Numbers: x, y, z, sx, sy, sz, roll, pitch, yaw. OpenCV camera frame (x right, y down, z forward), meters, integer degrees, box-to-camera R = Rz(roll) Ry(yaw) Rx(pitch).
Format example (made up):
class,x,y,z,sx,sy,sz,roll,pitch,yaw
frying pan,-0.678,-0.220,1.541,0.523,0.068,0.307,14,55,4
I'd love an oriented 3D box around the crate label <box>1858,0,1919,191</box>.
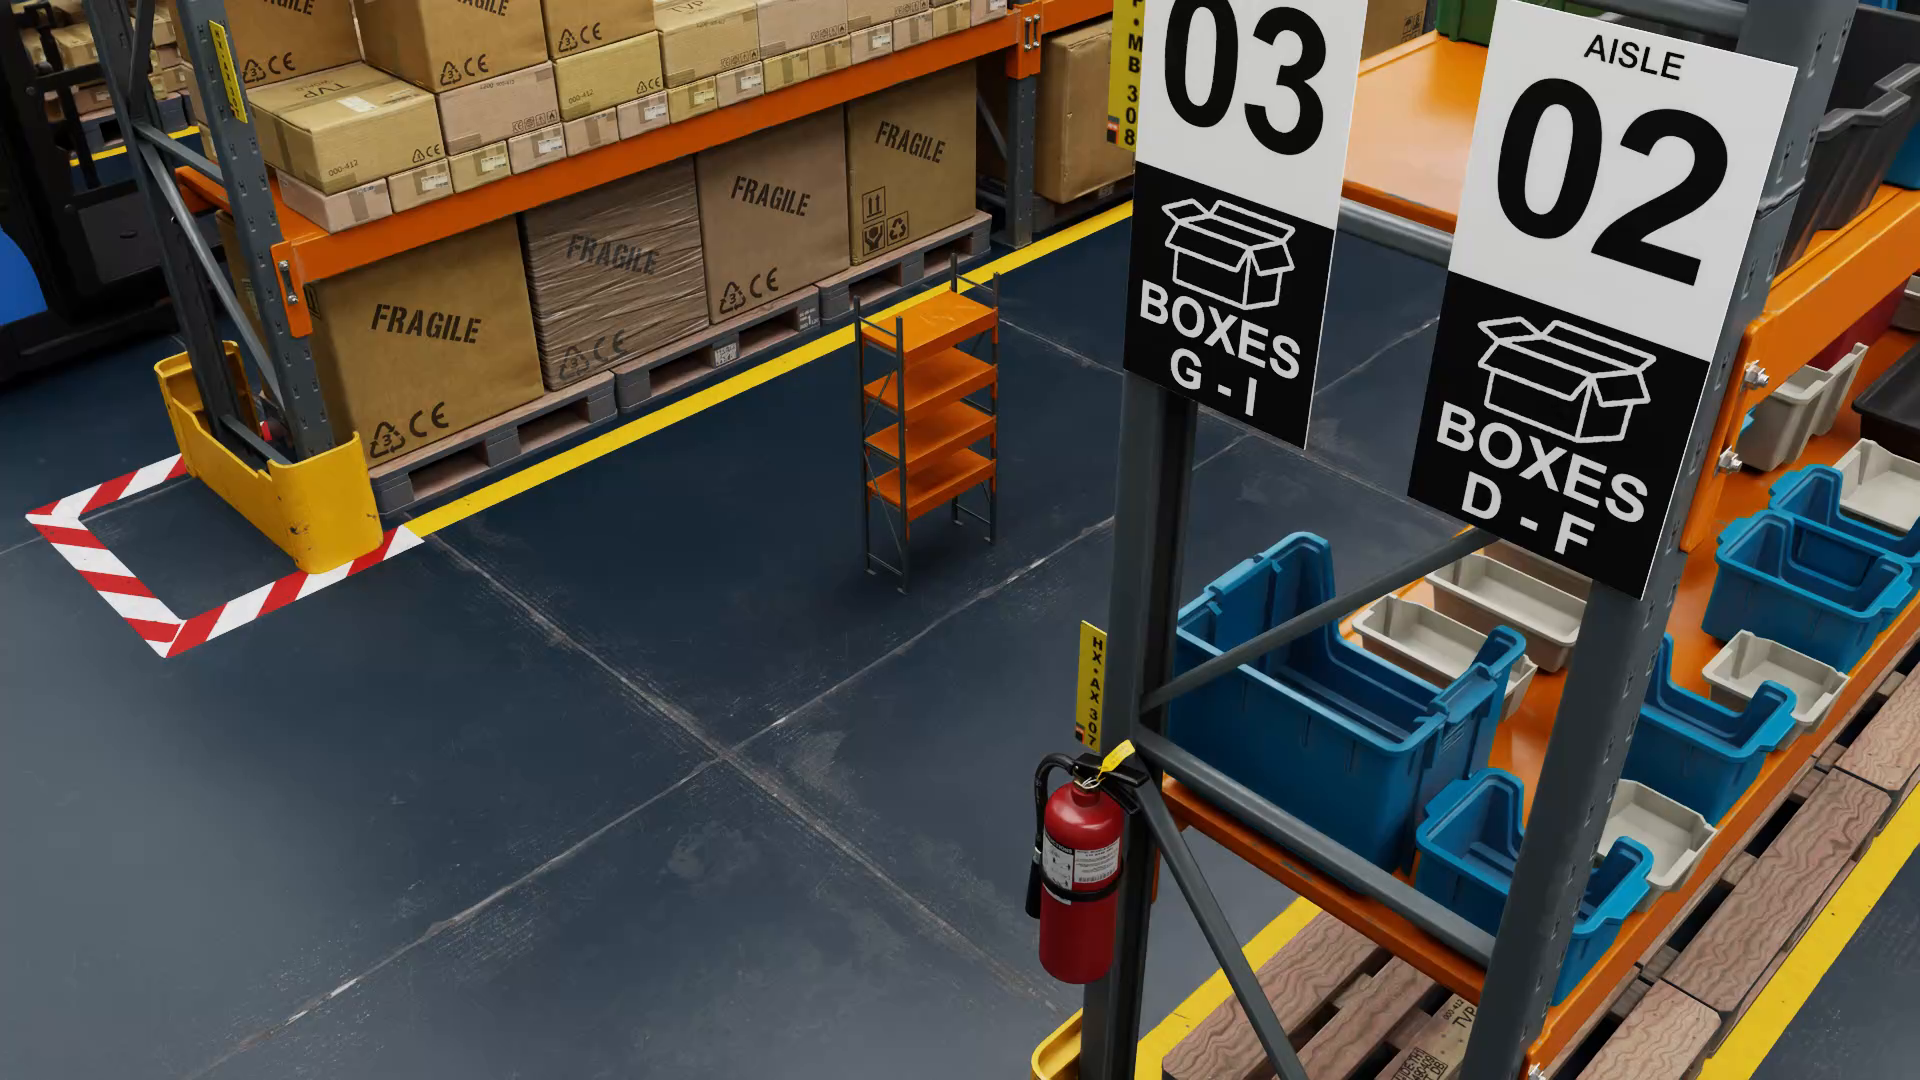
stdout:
class,x,y,z,sx,sy,sz,roll,pitch,yaw
crate label,1.570,-0.811,2.798,0.408,0.251,0.502,30,45,35

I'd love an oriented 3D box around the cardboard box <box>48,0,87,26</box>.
class,x,y,z,sx,sy,sz,roll,pitch,yaw
cardboard box,-5.542,-3.312,10.482,0.380,0.149,0.250,28,43,34

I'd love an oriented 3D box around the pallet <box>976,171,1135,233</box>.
class,x,y,z,sx,sy,sz,roll,pitch,yaw
pallet,0.485,-2.217,9.744,1.003,0.211,1.213,30,45,35

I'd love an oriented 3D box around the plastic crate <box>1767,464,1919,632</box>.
class,x,y,z,sx,sy,sz,roll,pitch,yaw
plastic crate,2.238,0.023,4.189,0.416,0.233,0.300,30,45,35

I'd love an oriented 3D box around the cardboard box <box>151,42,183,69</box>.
class,x,y,z,sx,sy,sz,roll,pitch,yaw
cardboard box,-5.001,-3.097,10.434,0.380,0.149,0.250,27,43,33

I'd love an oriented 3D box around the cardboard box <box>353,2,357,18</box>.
class,x,y,z,sx,sy,sz,roll,pitch,yaw
cardboard box,-4.055,-3.633,11.202,0.250,0.149,0.380,-29,44,-35

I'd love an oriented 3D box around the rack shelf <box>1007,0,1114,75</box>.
class,x,y,z,sx,sy,sz,roll,pitch,yaw
rack shelf,1.403,-3.534,9.824,1.077,0.370,4.000,30,45,35

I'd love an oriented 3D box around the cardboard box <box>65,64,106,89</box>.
class,x,y,z,sx,sy,sz,roll,pitch,yaw
cardboard box,-5.379,-2.891,10.138,0.250,0.149,0.380,-29,44,-35

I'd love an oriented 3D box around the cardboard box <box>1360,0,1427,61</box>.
class,x,y,z,sx,sy,sz,roll,pitch,yaw
cardboard box,2.312,-3.670,10.880,1.225,0.875,0.875,27,43,33

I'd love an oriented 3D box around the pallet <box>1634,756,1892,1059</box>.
class,x,y,z,sx,sy,sz,roll,pitch,yaw
pallet,2.159,0.935,5.225,1.003,0.211,1.213,30,45,35

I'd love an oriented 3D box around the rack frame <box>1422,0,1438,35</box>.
class,x,y,z,sx,sy,sz,roll,pitch,yaw
rack frame,2.813,-4.641,10.782,1.000,3.000,0.127,30,45,35

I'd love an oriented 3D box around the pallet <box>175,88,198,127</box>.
class,x,y,z,sx,sy,sz,roll,pitch,yaw
pallet,-4.762,-3.129,11.052,1.003,0.211,1.213,30,45,35

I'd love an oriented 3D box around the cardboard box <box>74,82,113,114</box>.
class,x,y,z,sx,sy,sz,roll,pitch,yaw
cardboard box,-5.380,-2.763,10.214,0.250,0.149,0.380,-29,44,-35

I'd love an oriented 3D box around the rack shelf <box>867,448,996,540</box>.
class,x,y,z,sx,sy,sz,roll,pitch,yaw
rack shelf,-0.117,-0.207,6.462,0.258,0.148,0.480,30,45,35

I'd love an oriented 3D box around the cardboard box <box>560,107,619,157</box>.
class,x,y,z,sx,sy,sz,roll,pitch,yaw
cardboard box,-1.617,-1.719,6.813,0.380,0.149,0.250,29,44,34

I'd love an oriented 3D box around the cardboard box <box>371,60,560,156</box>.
class,x,y,z,sx,sy,sz,roll,pitch,yaw
cardboard box,-1.933,-1.754,6.513,0.500,0.250,0.500,29,44,35

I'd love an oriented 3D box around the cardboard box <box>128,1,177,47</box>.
class,x,y,z,sx,sy,sz,roll,pitch,yaw
cardboard box,-4.967,-3.210,10.336,0.250,0.149,0.380,-28,44,-34

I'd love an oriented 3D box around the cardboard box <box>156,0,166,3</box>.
class,x,y,z,sx,sy,sz,roll,pitch,yaw
cardboard box,-5.128,-3.506,10.760,0.380,0.149,0.250,28,44,34

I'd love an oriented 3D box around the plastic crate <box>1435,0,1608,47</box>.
class,x,y,z,sx,sy,sz,roll,pitch,yaw
plastic crate,1.183,-1.056,3.205,0.450,0.188,0.336,30,45,35

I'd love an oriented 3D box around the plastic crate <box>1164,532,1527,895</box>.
class,x,y,z,sx,sy,sz,roll,pitch,yaw
plastic crate,0.794,0.352,3.539,0.616,0.435,0.499,30,45,35

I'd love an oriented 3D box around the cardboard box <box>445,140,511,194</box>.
class,x,y,z,sx,sy,sz,roll,pitch,yaw
cardboard box,-1.980,-1.510,6.513,0.380,0.149,0.250,28,44,34

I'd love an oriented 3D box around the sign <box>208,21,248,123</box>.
class,x,y,z,sx,sy,sz,roll,pitch,yaw
sign,-2.434,-1.555,5.531,0.100,0.325,0.005,30,45,35

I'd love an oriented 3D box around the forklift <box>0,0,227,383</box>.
class,x,y,z,sx,sy,sz,roll,pitch,yaw
forklift,-4.325,-2.408,7.640,1.130,2.935,3.031,27,43,33

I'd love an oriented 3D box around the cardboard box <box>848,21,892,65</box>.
class,x,y,z,sx,sy,sz,roll,pitch,yaw
cardboard box,-0.531,-2.345,7.710,0.250,0.149,0.380,-29,44,-35

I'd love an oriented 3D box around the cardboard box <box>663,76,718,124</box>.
class,x,y,z,sx,sy,sz,roll,pitch,yaw
cardboard box,-1.257,-1.926,7.110,0.380,0.149,0.250,28,44,34

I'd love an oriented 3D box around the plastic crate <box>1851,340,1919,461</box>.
class,x,y,z,sx,sy,sz,roll,pitch,yaw
plastic crate,2.911,-0.370,4.846,0.437,0.125,0.590,30,45,35

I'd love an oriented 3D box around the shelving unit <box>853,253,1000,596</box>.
class,x,y,z,sx,sy,sz,roll,pitch,yaw
shelving unit,-0.117,-0.425,6.310,0.258,1.200,0.503,30,45,35

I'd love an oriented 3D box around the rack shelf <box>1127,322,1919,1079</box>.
class,x,y,z,sx,sy,sz,roll,pitch,yaw
rack shelf,2.100,0.086,4.633,1.077,0.370,4.000,30,45,35

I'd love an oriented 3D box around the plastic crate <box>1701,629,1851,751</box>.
class,x,y,z,sx,sy,sz,roll,pitch,yaw
plastic crate,1.861,0.347,3.809,0.250,0.136,0.298,30,45,35

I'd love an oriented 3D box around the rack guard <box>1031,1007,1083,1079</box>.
class,x,y,z,sx,sy,sz,roll,pitch,yaw
rack guard,0.683,1.643,3.957,1.175,0.500,0.348,30,45,35

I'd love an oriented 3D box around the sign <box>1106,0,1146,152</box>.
class,x,y,z,sx,sy,sz,roll,pitch,yaw
sign,0.289,-0.800,2.744,0.100,0.325,0.005,30,45,35

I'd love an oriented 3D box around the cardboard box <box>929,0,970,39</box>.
class,x,y,z,sx,sy,sz,roll,pitch,yaw
cardboard box,-0.170,-2.553,8.009,0.250,0.149,0.380,-29,44,-35

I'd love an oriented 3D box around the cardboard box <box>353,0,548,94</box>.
class,x,y,z,sx,sy,sz,roll,pitch,yaw
cardboard box,-1.942,-2.050,6.283,0.500,0.500,0.500,28,44,34

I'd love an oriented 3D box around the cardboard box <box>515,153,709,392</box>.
class,x,y,z,sx,sy,sz,roll,pitch,yaw
cardboard box,-1.789,-1.356,7.562,0.875,0.875,0.875,30,45,35

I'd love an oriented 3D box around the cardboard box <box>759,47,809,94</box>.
class,x,y,z,sx,sy,sz,roll,pitch,yaw
cardboard box,-0.893,-2.136,7.411,0.380,0.149,0.250,29,44,35

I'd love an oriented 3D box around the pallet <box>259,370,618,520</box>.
class,x,y,z,sx,sy,sz,roll,pitch,yaw
pallet,-2.316,-0.606,7.434,1.003,0.211,1.213,30,45,35

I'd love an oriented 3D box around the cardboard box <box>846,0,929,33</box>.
class,x,y,z,sx,sy,sz,roll,pitch,yaw
cardboard box,-0.493,-2.582,7.701,0.500,0.250,0.500,-28,44,-34

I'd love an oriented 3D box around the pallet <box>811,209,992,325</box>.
class,x,y,z,sx,sy,sz,roll,pitch,yaw
pallet,-0.597,-1.596,8.854,1.003,0.211,1.213,30,45,35

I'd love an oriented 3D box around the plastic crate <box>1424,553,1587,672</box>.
class,x,y,z,sx,sy,sz,roll,pitch,yaw
plastic crate,1.351,0.171,4.061,0.396,0.136,0.243,30,45,35

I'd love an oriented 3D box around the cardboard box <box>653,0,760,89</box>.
class,x,y,z,sx,sy,sz,roll,pitch,yaw
cardboard box,-1.212,-2.170,7.110,0.500,0.250,0.500,29,44,34

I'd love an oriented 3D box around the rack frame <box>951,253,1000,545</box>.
class,x,y,z,sx,sy,sz,roll,pitch,yaw
rack frame,0.055,-0.524,6.452,0.240,1.200,0.015,30,45,35

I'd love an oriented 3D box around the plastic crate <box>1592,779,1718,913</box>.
class,x,y,z,sx,sy,sz,roll,pitch,yaw
plastic crate,1.383,0.622,3.414,0.250,0.136,0.298,30,45,35

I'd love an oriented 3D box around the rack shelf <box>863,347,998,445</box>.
class,x,y,z,sx,sy,sz,roll,pitch,yaw
rack shelf,-0.117,-0.553,6.221,0.258,0.148,0.480,30,45,35

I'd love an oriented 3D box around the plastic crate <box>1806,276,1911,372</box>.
class,x,y,z,sx,sy,sz,roll,pitch,yaw
plastic crate,2.702,-0.810,5.181,0.402,0.464,0.583,30,45,35

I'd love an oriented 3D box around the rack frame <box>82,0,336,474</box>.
class,x,y,z,sx,sy,sz,roll,pitch,yaw
rack frame,-2.824,-1.393,6.126,1.000,3.000,0.127,30,45,35

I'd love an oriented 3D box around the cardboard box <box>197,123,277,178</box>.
class,x,y,z,sx,sy,sz,roll,pitch,yaw
cardboard box,-2.807,-1.568,6.595,0.250,0.149,0.380,-29,44,-35

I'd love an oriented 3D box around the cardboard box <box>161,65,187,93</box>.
class,x,y,z,sx,sy,sz,roll,pitch,yaw
cardboard box,-5.010,-2.964,10.503,0.380,0.149,0.250,30,45,35

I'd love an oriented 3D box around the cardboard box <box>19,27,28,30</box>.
class,x,y,z,sx,sy,sz,roll,pitch,yaw
cardboard box,-5.862,-3.076,10.144,0.250,0.149,0.380,-29,44,-35

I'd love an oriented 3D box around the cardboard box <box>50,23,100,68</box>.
class,x,y,z,sx,sy,sz,roll,pitch,yaw
cardboard box,-5.285,-2.967,9.987,0.380,0.149,0.250,29,44,35

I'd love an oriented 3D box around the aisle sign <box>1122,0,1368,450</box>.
class,x,y,z,sx,sy,sz,roll,pitch,yaw
aisle sign,0.432,-0.552,2.647,0.394,0.787,0.004,30,45,35

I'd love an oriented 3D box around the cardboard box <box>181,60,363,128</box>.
class,x,y,z,sx,sy,sz,roll,pitch,yaw
cardboard box,-2.671,-1.758,6.519,0.500,0.250,0.500,29,44,35

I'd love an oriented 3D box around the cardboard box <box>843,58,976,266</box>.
class,x,y,z,sx,sy,sz,roll,pitch,yaw
cardboard box,-0.527,-2.082,8.604,0.875,0.875,0.875,30,45,35

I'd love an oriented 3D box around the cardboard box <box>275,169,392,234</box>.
class,x,y,z,sx,sy,sz,roll,pitch,yaw
cardboard box,-2.340,-1.301,6.214,0.250,0.149,0.380,-29,44,-35

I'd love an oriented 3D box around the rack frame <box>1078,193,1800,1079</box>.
class,x,y,z,sx,sy,sz,roll,pitch,yaw
rack frame,0.691,0.603,3.263,1.000,3.000,0.127,30,45,35

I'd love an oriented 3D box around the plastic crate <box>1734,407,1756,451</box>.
class,x,y,z,sx,sy,sz,roll,pitch,yaw
plastic crate,1.956,-0.290,4.638,0.416,0.233,0.300,30,45,35

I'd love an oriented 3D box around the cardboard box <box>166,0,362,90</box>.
class,x,y,z,sx,sy,sz,roll,pitch,yaw
cardboard box,-2.667,-2.065,6.305,0.500,0.500,0.500,-29,44,-35
